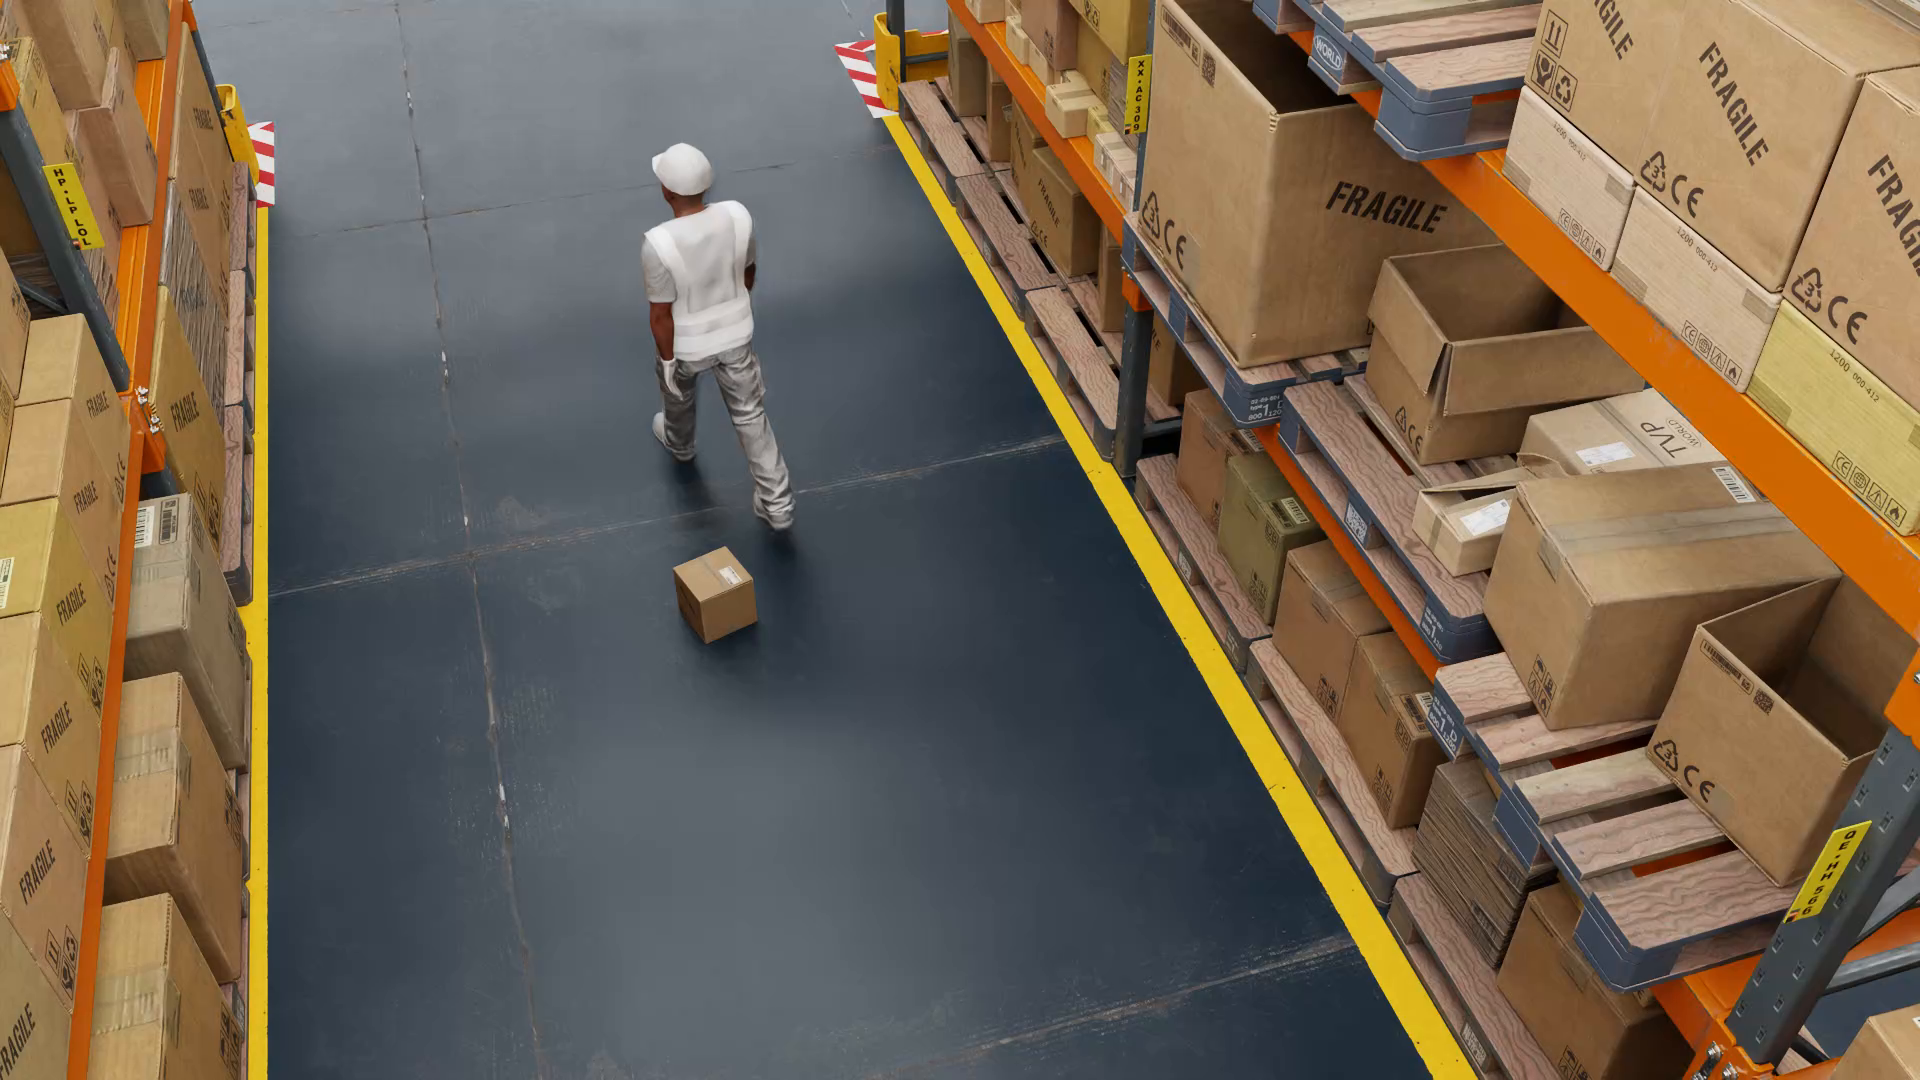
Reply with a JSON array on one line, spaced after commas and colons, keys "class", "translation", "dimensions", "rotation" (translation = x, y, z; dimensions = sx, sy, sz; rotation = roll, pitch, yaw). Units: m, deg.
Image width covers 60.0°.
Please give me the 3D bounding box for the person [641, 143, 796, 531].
[{"class": "person", "translation": [-1.096, -0.902, 7.168], "dimensions": [0.545, 1.740, 1.083], "rotation": [-21, 46, -22]}]
